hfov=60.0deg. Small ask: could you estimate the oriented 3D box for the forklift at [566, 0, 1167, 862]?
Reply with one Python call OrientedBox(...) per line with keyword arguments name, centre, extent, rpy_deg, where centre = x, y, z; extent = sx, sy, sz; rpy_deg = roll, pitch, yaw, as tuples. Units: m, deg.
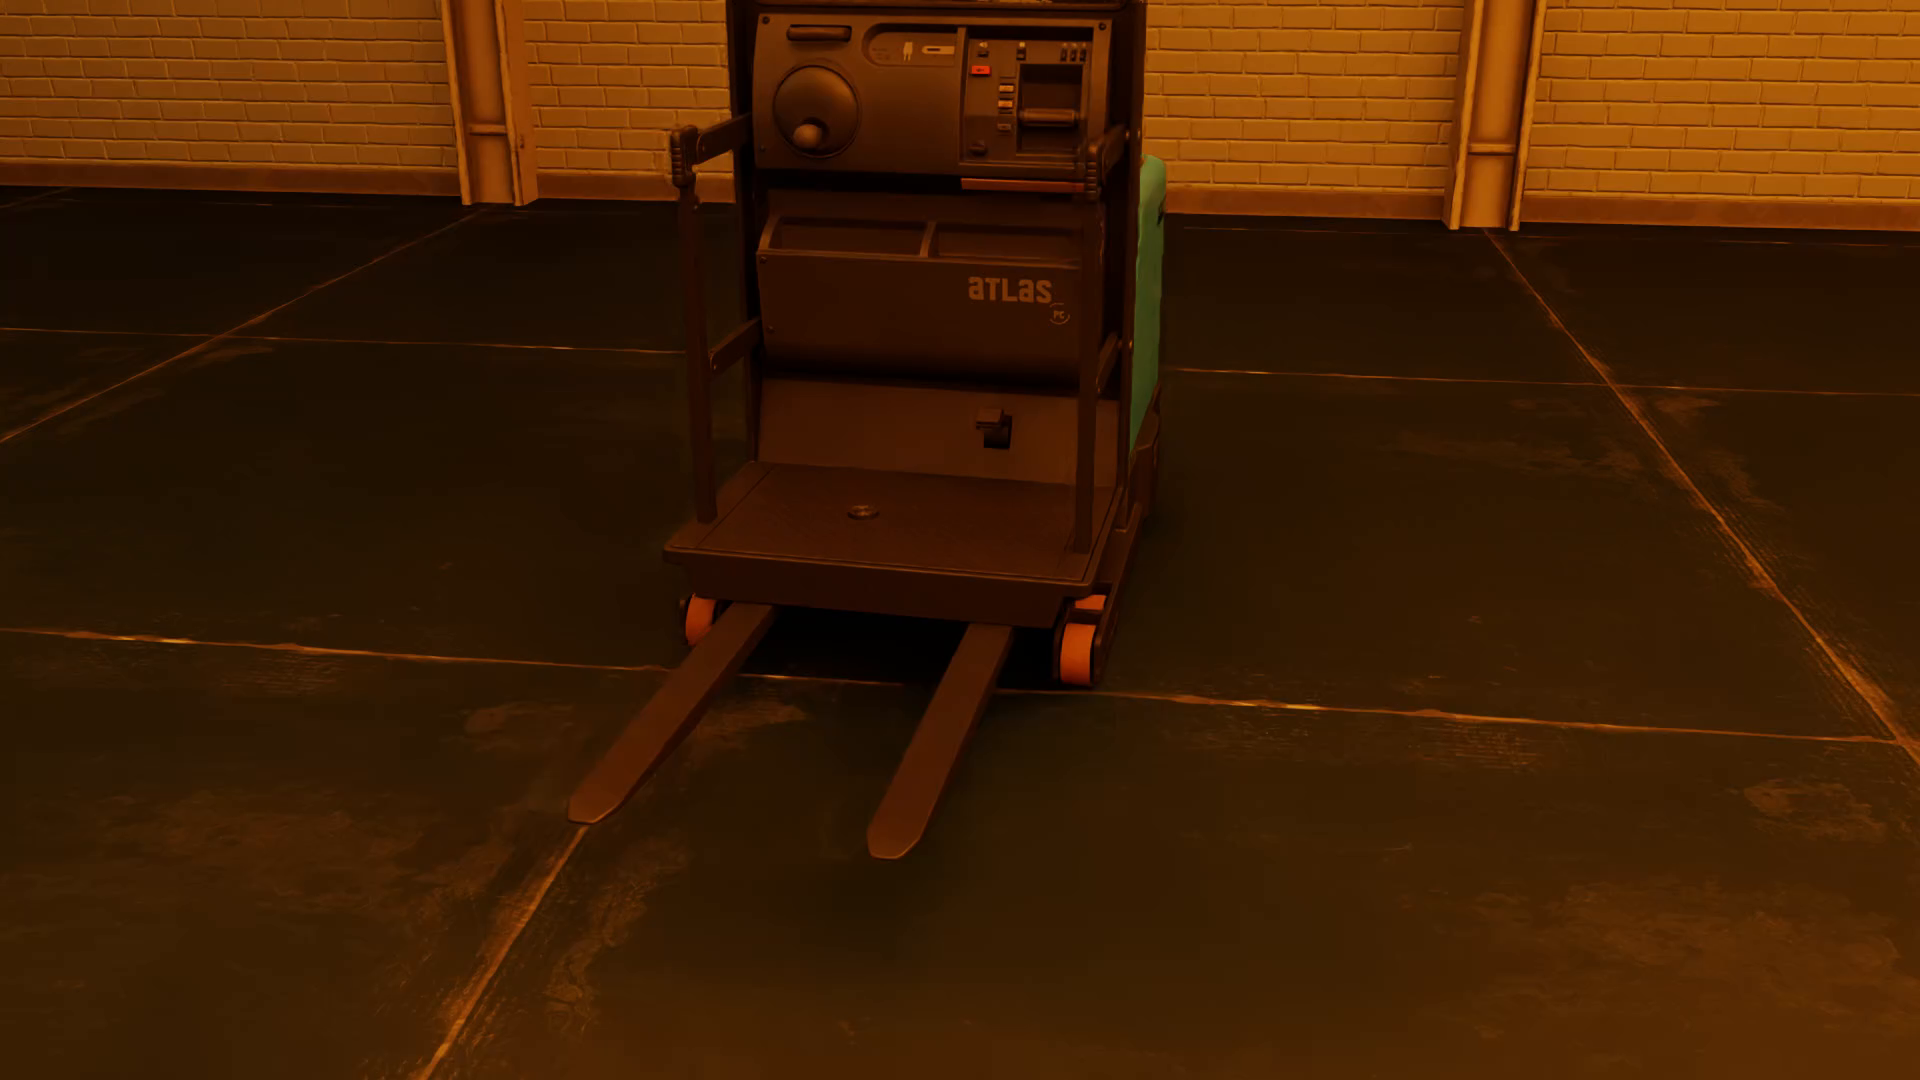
OrientedBox(name="forklift", centre=(-0.122, -1.136, 4.074), extent=(1.130, 2.935, 3.031), rpy_deg=(5, 22, 11))
